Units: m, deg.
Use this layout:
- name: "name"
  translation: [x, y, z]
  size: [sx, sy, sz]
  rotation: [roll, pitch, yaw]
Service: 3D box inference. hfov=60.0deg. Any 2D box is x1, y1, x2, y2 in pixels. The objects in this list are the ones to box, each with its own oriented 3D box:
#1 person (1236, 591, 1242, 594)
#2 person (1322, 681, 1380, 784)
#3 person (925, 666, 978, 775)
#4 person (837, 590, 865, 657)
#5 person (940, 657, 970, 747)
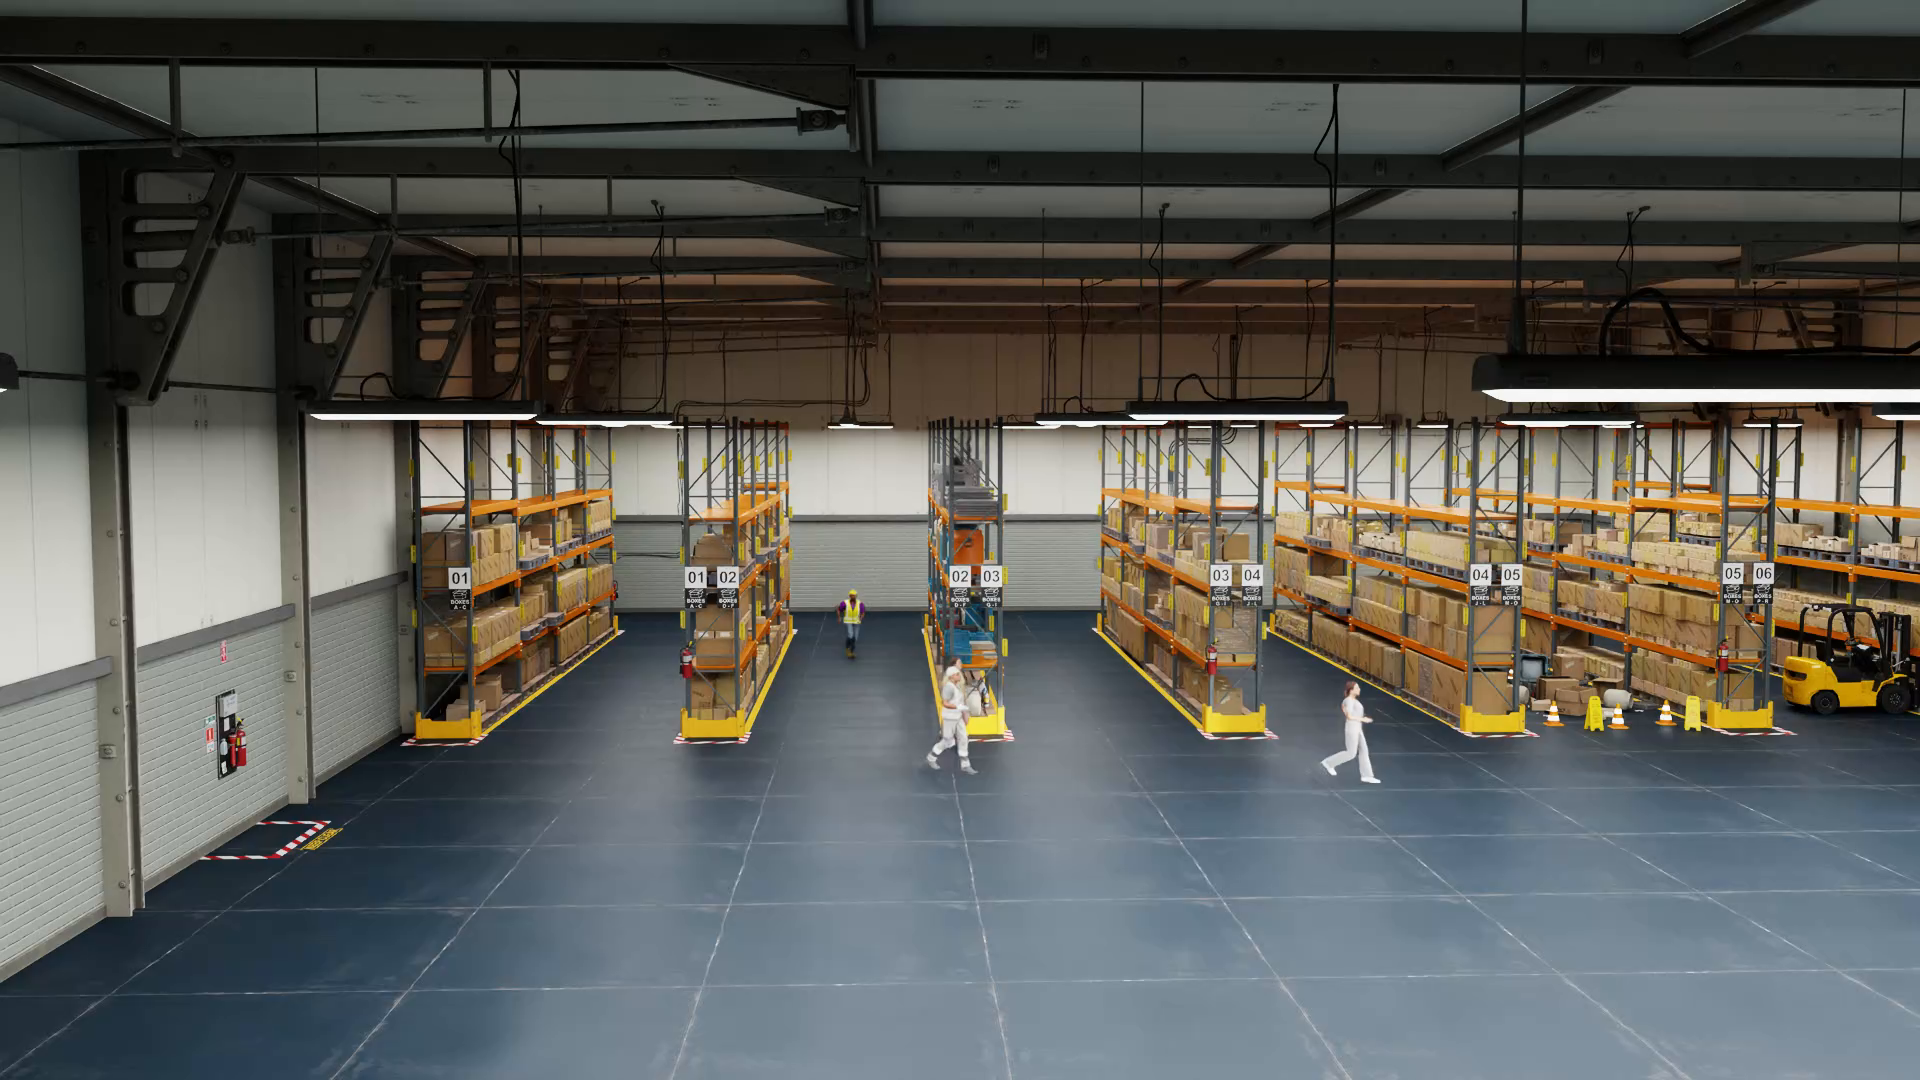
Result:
- name: "person"
  translation: [7.697, 1.740, 47.364]
  size: [0.691, 1.808, 0.906]
  rotation: [2, 4, 23]
- name: "person"
  translation: [6.372, 3.118, 27.045]
  size: [0.935, 1.662, 0.568]
  rotation: [1, 4, 21]
- name: "person"
  translation: [-0.154, 3.009, 27.780]
  size: [0.919, 1.803, 0.648]
  rotation: [2, 4, 23]
- name: "person"
  translation: [-2.714, 2.109, 41.911]
  size: [0.678, 1.717, 0.734]
  rotation: [-1, 4, -17]
- name: "person"
  translation: [-0.057, 2.935, 30.147]
  size: [0.566, 1.632, 0.637]
  rotation: [4, 5, 45]
